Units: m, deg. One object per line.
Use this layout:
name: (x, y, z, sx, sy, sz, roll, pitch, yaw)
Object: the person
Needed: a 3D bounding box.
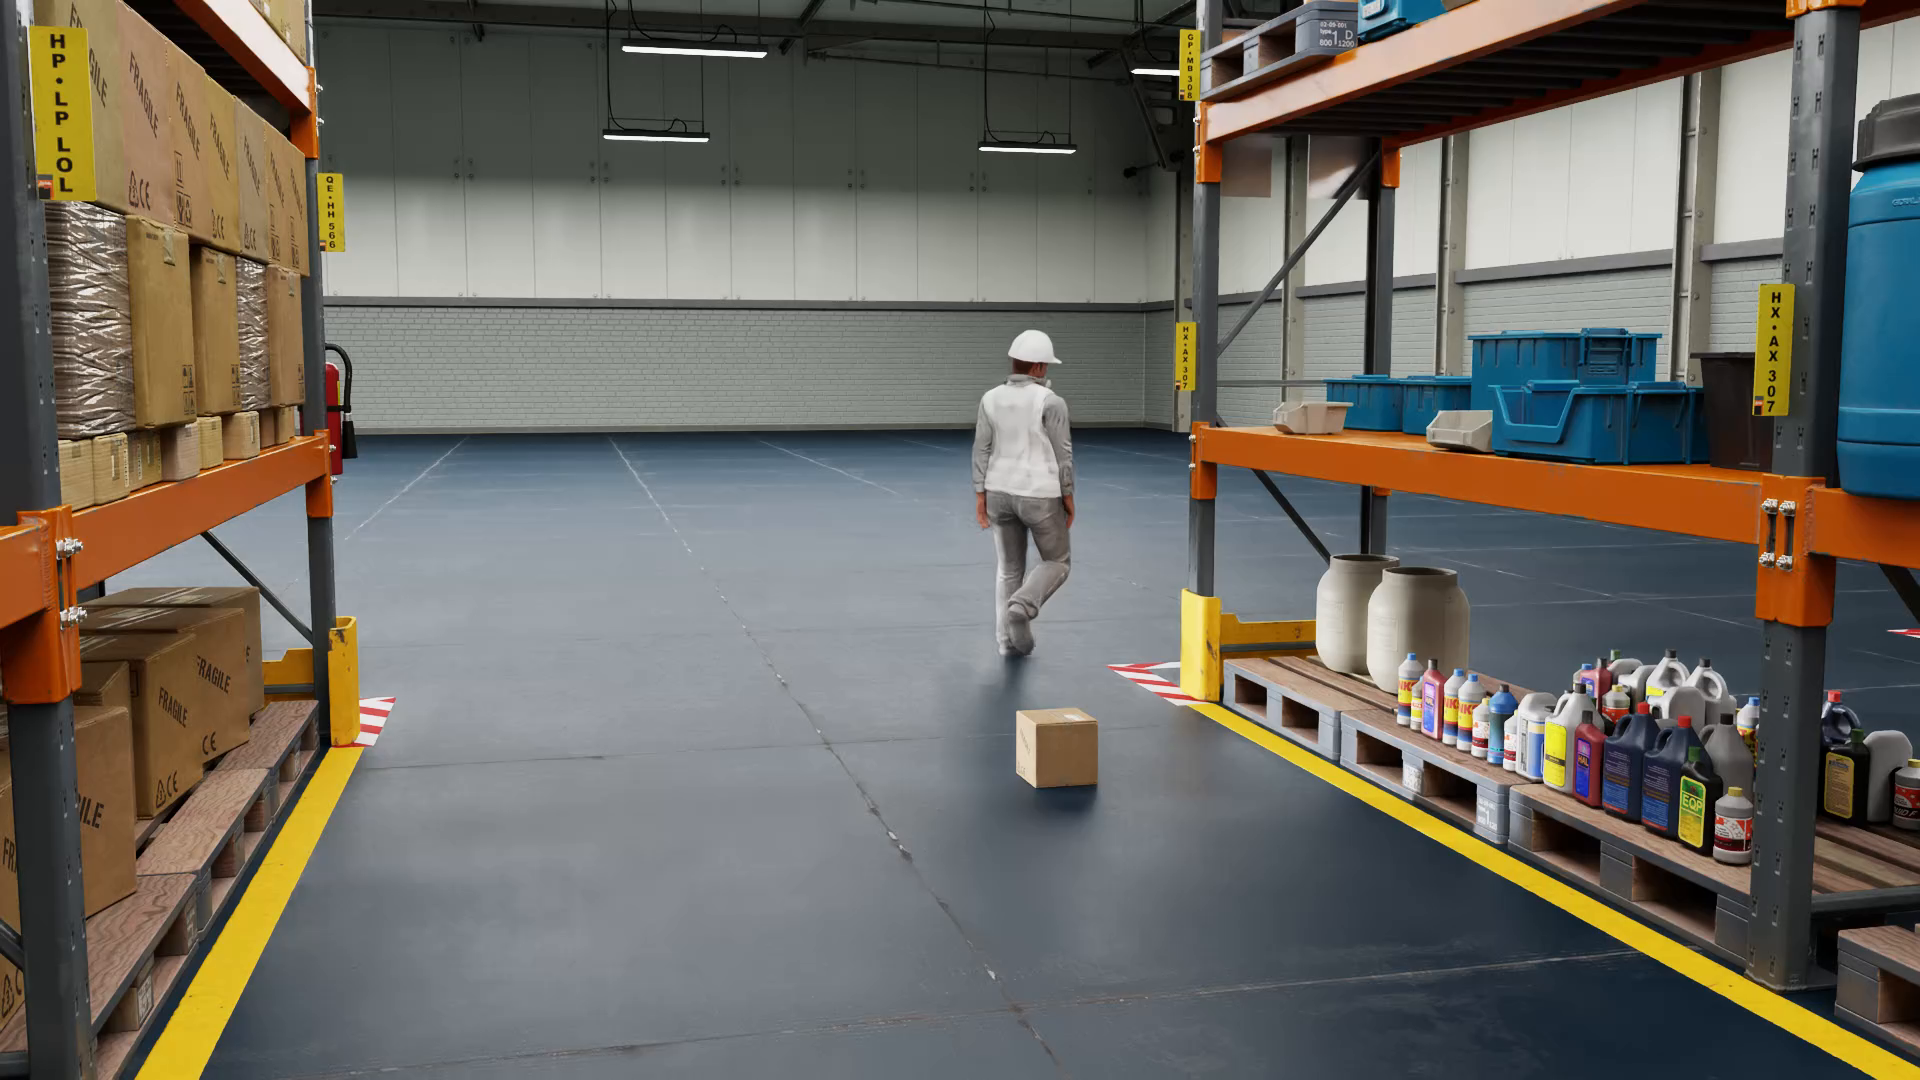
person: (0.346, -0.236, 8.873, 0.562, 1.751, 0.594, 3, 7, 26)
